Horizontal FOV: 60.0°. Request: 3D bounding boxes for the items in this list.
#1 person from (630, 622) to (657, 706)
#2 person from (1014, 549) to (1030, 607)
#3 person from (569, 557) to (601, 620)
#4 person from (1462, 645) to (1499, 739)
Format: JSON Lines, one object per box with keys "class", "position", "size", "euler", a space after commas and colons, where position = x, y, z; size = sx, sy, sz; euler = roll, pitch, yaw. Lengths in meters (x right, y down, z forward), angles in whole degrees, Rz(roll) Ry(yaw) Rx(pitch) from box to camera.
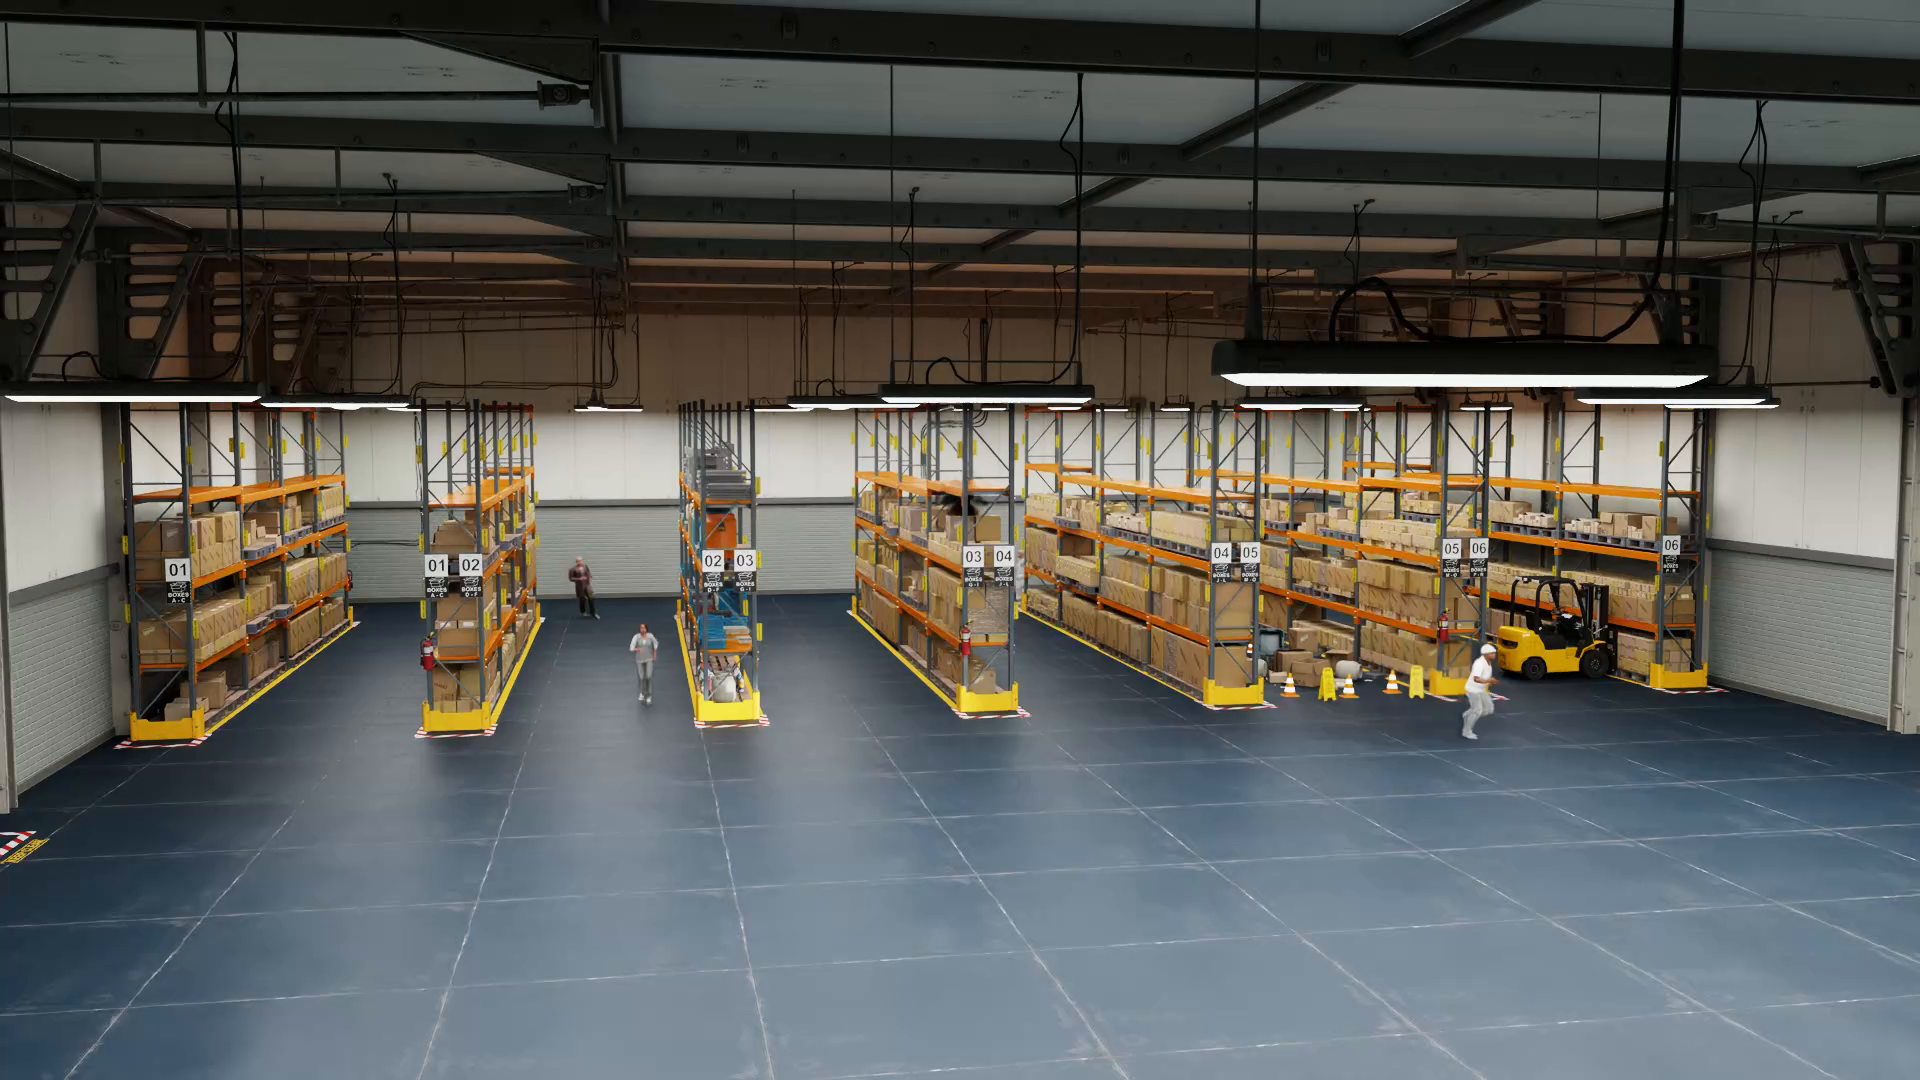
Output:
{"class": "person", "position": [-6.253, 2.442, 32.883], "size": [0.539, 1.656, 0.732], "euler": [-1, 4, -10]}
{"class": "person", "position": [1.895, 1.141, 49.525], "size": [0.666, 1.779, 0.698], "euler": [-1, 5, -17]}
{"class": "person", "position": [-10.572, 1.345, 46.428], "size": [0.779, 1.739, 0.958], "euler": [-3, 5, -35]}
{"class": "person", "position": [9.189, 2.673, 29.285], "size": [0.687, 1.694, 0.678], "euler": [3, 5, 38]}
